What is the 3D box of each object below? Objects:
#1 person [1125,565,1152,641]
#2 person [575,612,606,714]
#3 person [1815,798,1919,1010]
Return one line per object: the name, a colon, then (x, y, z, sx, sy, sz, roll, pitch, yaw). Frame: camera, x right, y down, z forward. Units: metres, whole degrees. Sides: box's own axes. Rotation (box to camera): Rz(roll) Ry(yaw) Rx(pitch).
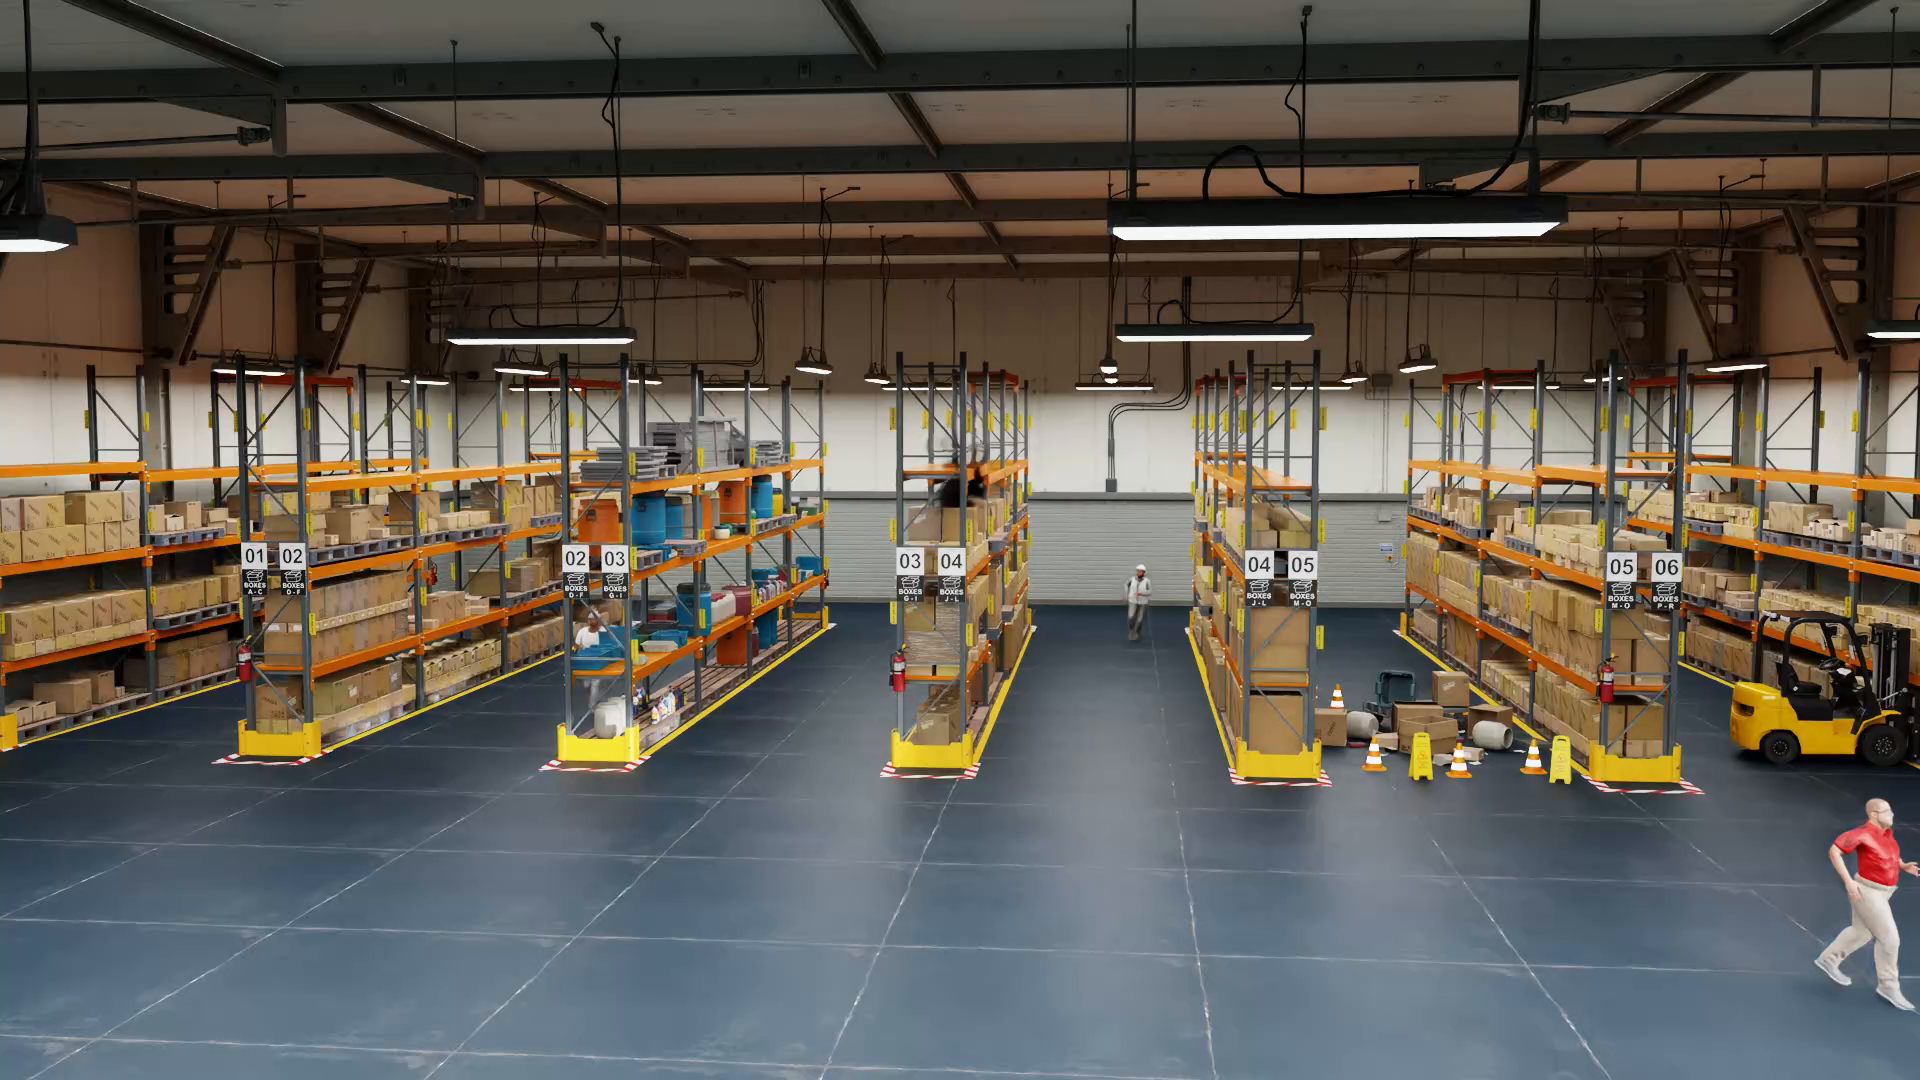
person: (4.061, 1.428, 37.901, 0.644, 1.739, 0.693, 1, 4, 10)
person: (-6.291, 2.096, 28.634, 0.697, 1.743, 0.768, 0, 4, 0)
person: (7.919, 3.118, 14.478, 0.832, 1.773, 0.636, 4, 6, 44)
